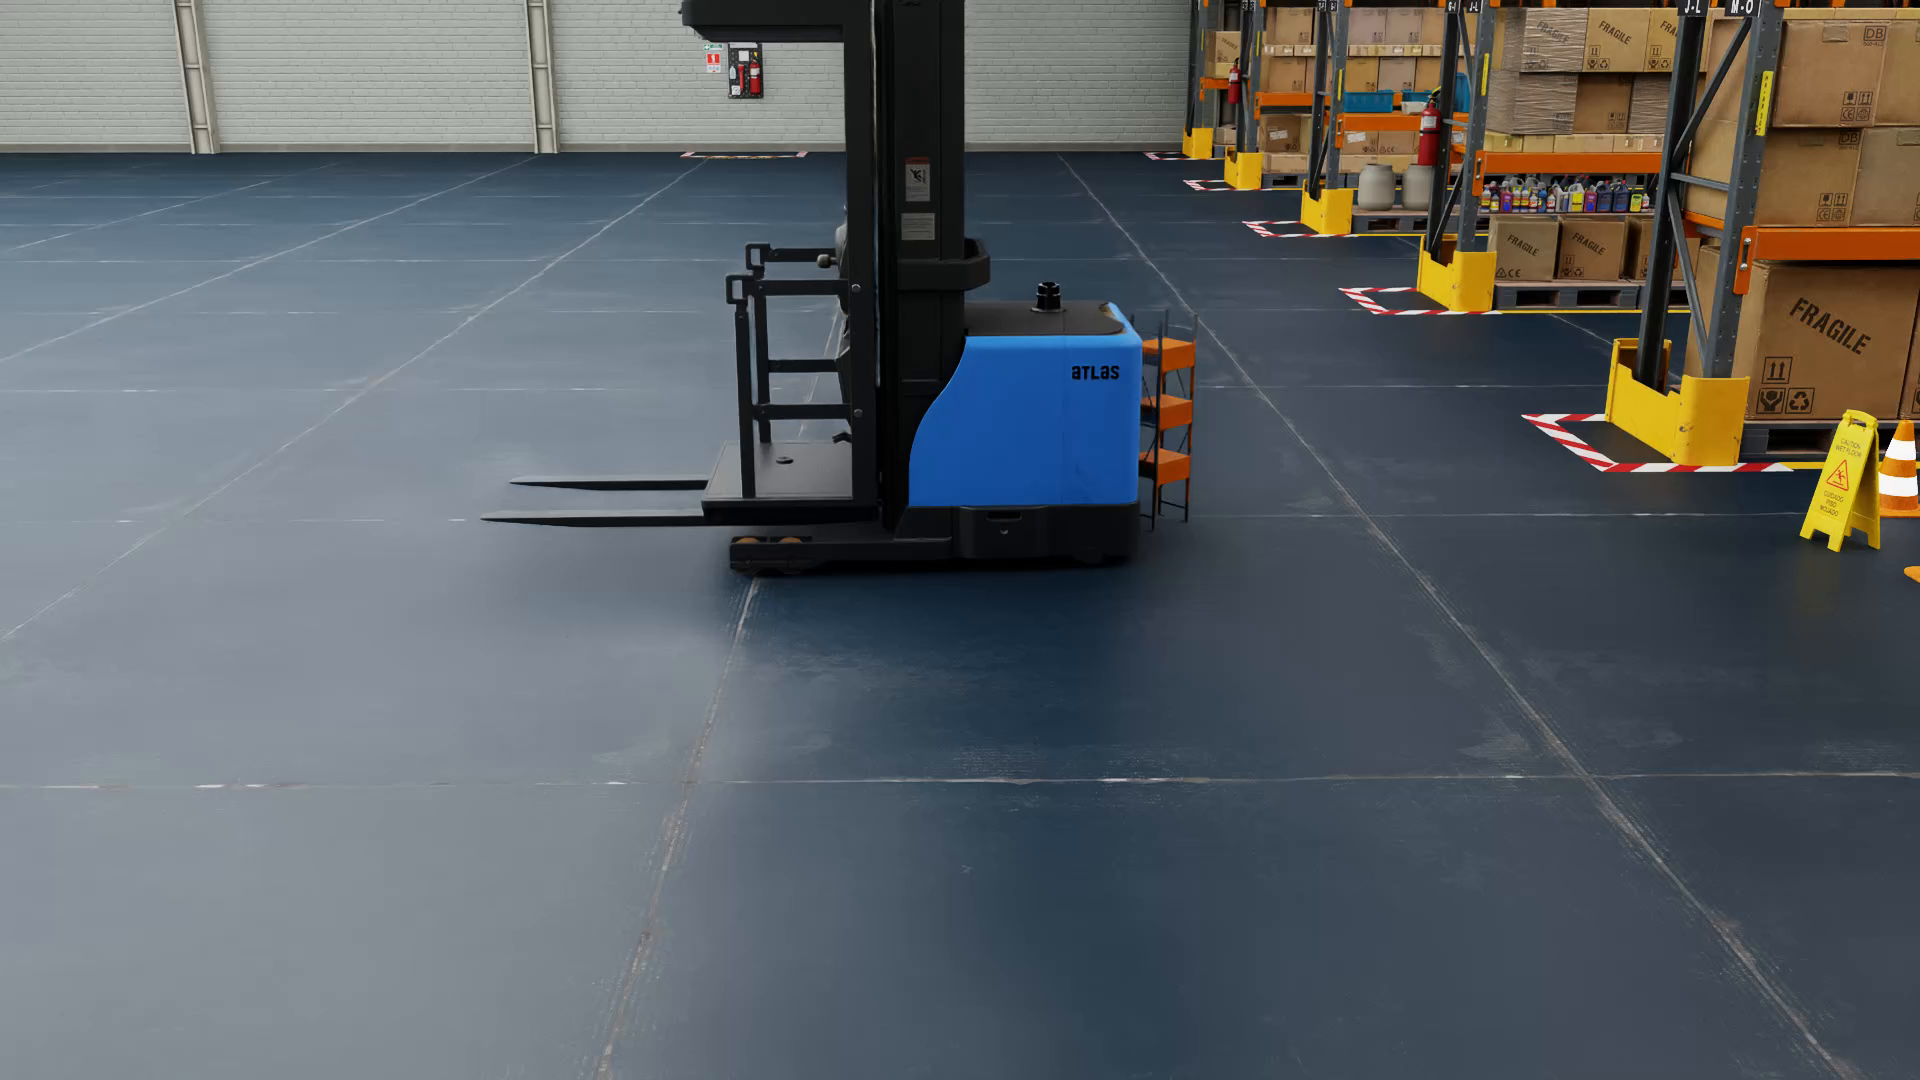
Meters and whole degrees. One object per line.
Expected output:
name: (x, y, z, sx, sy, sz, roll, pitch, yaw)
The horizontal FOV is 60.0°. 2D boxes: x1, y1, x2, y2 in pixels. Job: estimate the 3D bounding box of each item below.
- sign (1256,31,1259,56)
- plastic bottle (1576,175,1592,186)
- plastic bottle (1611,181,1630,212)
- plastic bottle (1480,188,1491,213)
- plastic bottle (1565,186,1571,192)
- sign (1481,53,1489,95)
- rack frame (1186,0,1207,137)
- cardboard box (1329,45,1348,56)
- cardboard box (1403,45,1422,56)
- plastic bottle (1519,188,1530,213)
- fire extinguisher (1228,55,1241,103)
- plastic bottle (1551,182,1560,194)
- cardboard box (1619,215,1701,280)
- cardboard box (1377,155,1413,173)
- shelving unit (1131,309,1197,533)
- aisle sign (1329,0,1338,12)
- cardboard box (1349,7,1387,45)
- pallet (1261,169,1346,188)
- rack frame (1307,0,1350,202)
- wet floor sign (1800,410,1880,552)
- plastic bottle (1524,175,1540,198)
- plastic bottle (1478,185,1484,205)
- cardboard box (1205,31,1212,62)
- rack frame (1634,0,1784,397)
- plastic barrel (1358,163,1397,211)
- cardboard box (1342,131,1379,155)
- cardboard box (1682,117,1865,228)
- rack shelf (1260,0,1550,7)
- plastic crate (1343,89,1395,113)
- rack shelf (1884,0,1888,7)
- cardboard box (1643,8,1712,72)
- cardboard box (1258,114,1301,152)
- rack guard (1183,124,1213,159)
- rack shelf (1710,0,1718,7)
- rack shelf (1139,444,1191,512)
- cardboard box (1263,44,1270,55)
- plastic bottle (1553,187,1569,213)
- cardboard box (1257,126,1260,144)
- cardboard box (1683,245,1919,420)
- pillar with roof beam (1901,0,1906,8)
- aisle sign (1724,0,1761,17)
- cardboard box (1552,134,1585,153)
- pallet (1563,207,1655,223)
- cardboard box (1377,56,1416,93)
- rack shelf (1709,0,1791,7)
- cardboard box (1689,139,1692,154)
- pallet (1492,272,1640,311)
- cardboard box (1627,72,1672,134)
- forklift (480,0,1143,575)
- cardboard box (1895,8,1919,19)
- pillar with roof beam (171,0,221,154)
sign: (4.107, -6.842, 22.919, 0.005, 0.325, 0.100, 0, 18, -1)
plastic bottle: (7.364, -4.139, 19.656, 0.185, 0.351, 0.144, 0, 18, 1)
plastic bottle: (7.538, -3.925, 18.989, 0.185, 0.351, 0.144, -1, 18, -2)
plastic bottle: (5.996, -3.873, 18.956, 0.097, 0.271, 0.097, 0, 18, 0)
plastic bottle: (6.996, -3.922, 19.089, 0.133, 0.283, 0.061, 0, 18, -1)
sign: (4.265, -3.783, 13.511, 0.005, 0.325, 0.100, 0, 18, -1)
rack frame: (4.022, -8.075, 28.308, 0.127, 3.000, 1.000, 0, 18, -1)
cardboard box: (5.265, -6.858, 23.289, 0.250, 0.149, 0.380, -1, 18, -2)
cardboard box: (6.300, -6.863, 23.305, 0.250, 0.149, 0.380, 0, 18, 1)
plastic bottle: (6.439, -3.875, 18.963, 0.097, 0.271, 0.097, 0, 18, 0)
fire extinguisher: (3.978, -6.666, 24.044, 0.183, 0.674, 0.296, 0, 18, -1)
plastic bottle: (7.029, -4.088, 19.628, 0.097, 0.271, 0.097, 0, 18, 0)
cardboard box: (6.105, -2.554, 14.504, 0.500, 0.500, 0.500, 1, 18, 4)
cardboard box: (6.143, -5.394, 23.765, 0.500, 0.250, 0.500, 0, 18, -1)
shelving unit: (0.980, -0.582, 8.141, 0.252, 1.050, 0.215, -15, 23, -39)
aisle sign: (4.111, -6.197, 18.199, 0.004, 0.787, 0.394, 0, 18, -1)
cardboard box: (5.653, -7.233, 23.396, 0.500, 0.500, 0.700, 0, 18, -1)
pallet: (4.868, -5.250, 24.069, 1.213, 0.211, 1.003, 0, 18, -1)
rack frame: (4.178, -5.049, 18.876, 0.127, 3.000, 1.000, 0, 18, -1)
wet floor sign: (4.236, -0.295, 7.910, 0.232, 0.644, 0.267, -3, 18, -10)
plastic bottle: (6.750, -4.136, 19.647, 0.185, 0.351, 0.144, 0, 18, -1)
plastic bottle: (6.124, -4.114, 19.688, 0.133, 0.283, 0.061, 0, 18, 0)
cardboard box: (4.490, -8.437, 28.423, 0.500, 0.500, 0.500, 0, 18, -1)
rack frame: (4.234, -2.021, 9.436, 0.127, 3.000, 1.000, 0, 18, -1)
plastic barrel: (4.835, -4.091, 19.274, 0.421, 0.512, 0.421, 0, 18, 0)
cardboard box: (5.643, -5.753, 23.659, 0.500, 0.500, 0.500, 0, 18, -1)
cardboard box: (4.604, -2.108, 9.462, 0.550, 0.550, 0.875, 0, 18, -1)
rack shelf: (6.104, -7.657, 23.274, 4.000, 0.370, 1.077, 0, 18, -1)
plastic crate: (4.674, -5.072, 19.191, 0.616, 0.251, 0.499, 0, 18, -1)
rack shelf: (14.021, -9.209, 28.110, 4.000, 0.370, 1.077, 0, 18, -1)
cardboard box: (5.811, -4.124, 13.705, 0.500, 0.500, 0.500, 0, 18, -1)
cardboard box: (4.635, -5.903, 24.125, 0.500, 0.500, 0.500, 0, 18, -1)
rack guard: (4.098, -6.885, 28.691, 0.348, 0.500, 1.175, 0, 18, -1)
rack shelf: (10.178, -6.164, 18.618, 4.000, 0.370, 1.077, 0, 18, -1)
rack shelf: (0.980, -0.308, 8.231, 0.240, 0.259, 0.215, -15, 23, -39)
cardboard box: (4.483, -6.978, 23.665, 0.250, 0.149, 0.380, -1, 18, -2)
plastic bottle: (6.861, -3.888, 18.994, 0.135, 0.276, 0.152, 0, 18, 0)
cardboard box: (5.285, -6.982, 28.585, 0.500, 0.311, 0.500, 1, 18, 4)
cardboard box: (4.911, -1.232, 9.770, 0.875, 0.875, 0.875, 0, 18, -1)
pillar with roof beam: (16.775, -9.942, 24.308, 0.400, 9.000, 9.100, 0, 18, -1)
aisle sign: (4.168, -3.167, 8.753, 0.004, 0.787, 0.394, 0, 18, -1)
cardboard box: (5.046, -3.337, 13.951, 0.250, 0.149, 0.380, 0, 18, -1)
pallet: (7.506, -3.750, 19.392, 1.213, 0.211, 1.003, 0, 18, -1)
cardboard box: (6.119, -6.616, 23.597, 0.500, 0.500, 0.700, 0, 18, 1)
rack shelf: (6.233, -3.116, 9.118, 4.000, 0.370, 1.077, 0, 18, -1)
cardboard box: (6.047, -3.323, 13.906, 0.250, 0.149, 0.380, 0, 18, -1)
pallet: (5.145, -2.202, 14.566, 1.213, 0.211, 1.003, 0, 18, -1)
cardboard box: (5.805, -3.748, 14.170, 0.500, 0.500, 0.875, 0, 18, -1)
forklift: (-0.702, -1.401, 7.618, 3.031, 2.935, 1.130, -1, 18, -2)
cardboard box: (7.810, -4.135, 13.738, 0.500, 0.500, 0.500, 0, 18, -1)
pillar with roof beam: (-13.222, -9.797, 23.857, 0.400, 9.000, 9.100, 0, 18, -1)
